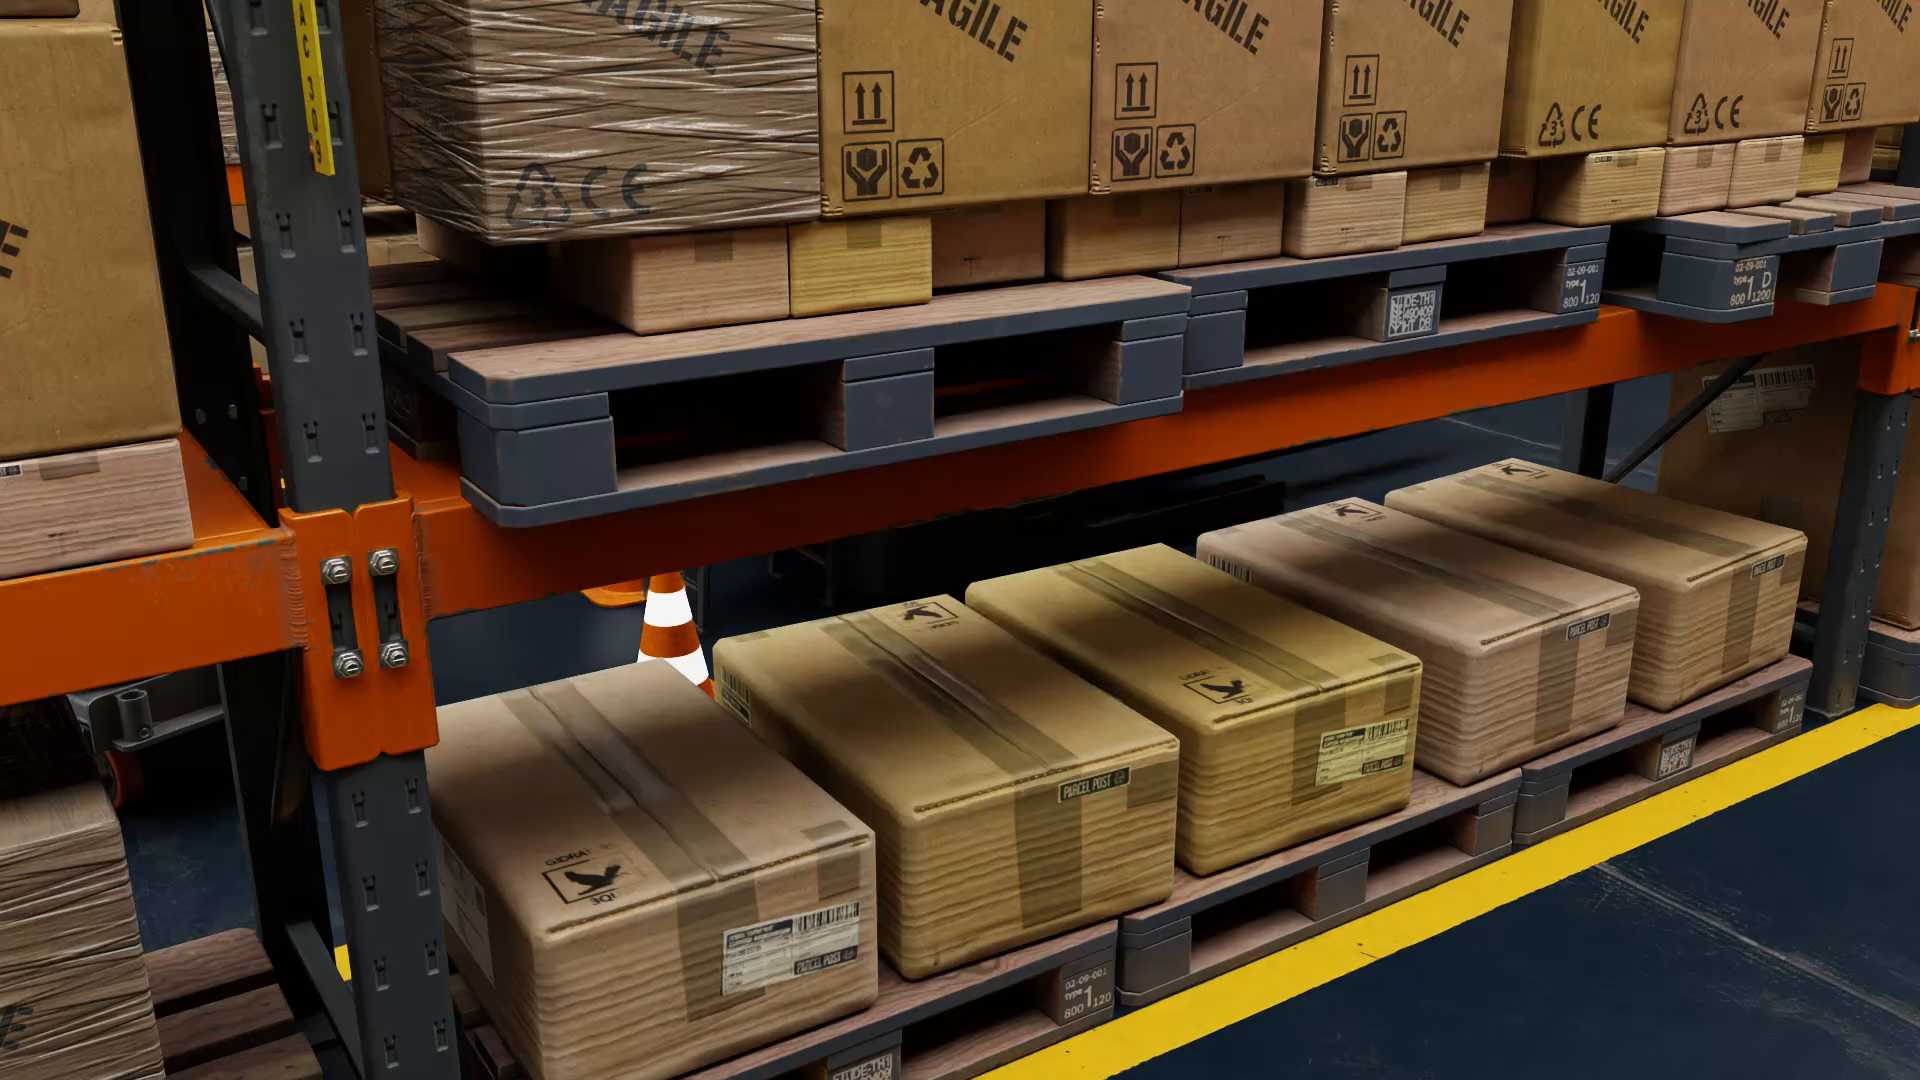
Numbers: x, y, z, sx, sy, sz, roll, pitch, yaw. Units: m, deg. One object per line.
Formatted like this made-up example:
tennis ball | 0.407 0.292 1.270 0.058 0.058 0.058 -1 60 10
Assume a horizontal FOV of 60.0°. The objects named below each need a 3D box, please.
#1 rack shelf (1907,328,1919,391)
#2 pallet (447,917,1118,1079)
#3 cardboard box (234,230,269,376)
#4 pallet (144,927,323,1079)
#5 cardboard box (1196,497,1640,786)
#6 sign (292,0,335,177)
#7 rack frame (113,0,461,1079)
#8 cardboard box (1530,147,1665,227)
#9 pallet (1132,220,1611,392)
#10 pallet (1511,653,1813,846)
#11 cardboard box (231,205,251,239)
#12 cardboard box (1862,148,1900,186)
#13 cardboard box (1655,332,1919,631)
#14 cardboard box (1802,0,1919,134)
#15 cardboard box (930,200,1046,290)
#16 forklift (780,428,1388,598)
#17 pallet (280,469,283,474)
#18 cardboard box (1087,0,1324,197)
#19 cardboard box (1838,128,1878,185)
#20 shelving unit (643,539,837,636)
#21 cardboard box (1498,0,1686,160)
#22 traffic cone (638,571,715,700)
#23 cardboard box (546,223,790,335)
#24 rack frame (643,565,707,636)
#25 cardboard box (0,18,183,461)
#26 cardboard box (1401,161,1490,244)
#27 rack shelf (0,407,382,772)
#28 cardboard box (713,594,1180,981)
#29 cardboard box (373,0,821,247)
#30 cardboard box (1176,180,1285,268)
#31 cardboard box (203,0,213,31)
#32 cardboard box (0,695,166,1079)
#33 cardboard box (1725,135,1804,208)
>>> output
rack shelf | 3.914 -1.060 5.821 4.000 0.370 1.077 -12 22 -31
pallet | -0.447 0.839 3.433 1.213 0.211 1.003 -12 22 -31
cardboard box | -3.435 -0.917 7.131 0.750 0.750 1.050 -12 22 -32
pallet | -1.638 1.104 2.649 1.213 0.211 1.003 -12 22 -31
cardboard box | 1.155 0.226 4.340 0.625 0.372 0.950 -12 22 -32
sign | -0.792 -0.611 2.016 0.005 0.325 0.100 -12 22 -31
rack frame | -1.097 -0.344 2.580 0.127 3.000 1.000 -12 22 -31
cardboard box | 1.293 -0.791 3.637 0.250 0.149 0.380 -11 22 -30
pallet | 0.613 -0.598 3.631 1.213 0.211 1.003 -12 22 -31
pallet | 1.590 0.409 4.705 1.213 0.211 1.003 -12 22 -31
cardboard box | -5.147 -2.299 11.579 0.500 0.500 0.700 -14 23 -36
cardboard box | 2.791 -0.997 4.744 0.500 0.250 0.500 -12 22 -32
cardboard box | 2.866 -0.341 5.231 0.875 0.875 0.875 -12 22 -32
cardboard box | 2.017 -1.282 4.076 0.500 0.500 0.500 -13 22 -33
cardboard box | -0.054 -0.549 2.922 0.250 0.149 0.380 -10 21 -28
forklift | 0.642 -1.542 6.228 3.031 2.935 1.130 -13 23 -34
pallet | -3.301 -0.486 7.352 1.213 0.211 1.003 -12 22 -31
cardboard box | 0.291 -0.909 2.975 0.500 0.500 0.500 -12 22 -32
cardboard box | 2.099 -1.008 4.280 0.250 0.149 0.380 -11 22 -29
shelving unit | -0.677 -0.785 5.229 0.503 2.100 0.431 -11 23 -37
cardboard box | 1.170 -1.099 3.534 0.500 0.500 0.500 -14 23 -35
traffic cone | -0.831 0.264 4.740 0.334 0.463 0.336 -12 22 -31
cardboard box | -0.462 -0.437 2.591 0.250 0.149 0.380 -12 22 -31
rack frame | -0.869 -0.748 5.083 0.015 2.100 0.400 -11 23 -37
cardboard box | -1.331 -0.388 2.088 0.500 0.500 0.500 -13 22 -33
cardboard box | 0.849 -0.714 3.410 0.250 0.149 0.380 -13 22 -33
rack shelf | -2.767 0.349 1.653 4.000 0.370 1.077 -12 22 -31
cardboard box | -0.062 0.481 3.586 0.625 0.372 0.950 -10 21 -28
cardboard box | -0.548 -0.738 2.466 0.500 0.500 0.500 -11 22 -30
cardboard box | 0.392 -0.626 3.151 0.250 0.149 0.380 -12 22 -31
cardboard box | -3.064 -2.352 6.801 0.500 0.500 0.700 -12 22 -32
cardboard box | -1.443 0.580 2.312 0.500 0.500 0.500 -12 22 -32
cardboard box | 1.730 -0.885 3.916 0.250 0.149 0.380 -12 22 -32
